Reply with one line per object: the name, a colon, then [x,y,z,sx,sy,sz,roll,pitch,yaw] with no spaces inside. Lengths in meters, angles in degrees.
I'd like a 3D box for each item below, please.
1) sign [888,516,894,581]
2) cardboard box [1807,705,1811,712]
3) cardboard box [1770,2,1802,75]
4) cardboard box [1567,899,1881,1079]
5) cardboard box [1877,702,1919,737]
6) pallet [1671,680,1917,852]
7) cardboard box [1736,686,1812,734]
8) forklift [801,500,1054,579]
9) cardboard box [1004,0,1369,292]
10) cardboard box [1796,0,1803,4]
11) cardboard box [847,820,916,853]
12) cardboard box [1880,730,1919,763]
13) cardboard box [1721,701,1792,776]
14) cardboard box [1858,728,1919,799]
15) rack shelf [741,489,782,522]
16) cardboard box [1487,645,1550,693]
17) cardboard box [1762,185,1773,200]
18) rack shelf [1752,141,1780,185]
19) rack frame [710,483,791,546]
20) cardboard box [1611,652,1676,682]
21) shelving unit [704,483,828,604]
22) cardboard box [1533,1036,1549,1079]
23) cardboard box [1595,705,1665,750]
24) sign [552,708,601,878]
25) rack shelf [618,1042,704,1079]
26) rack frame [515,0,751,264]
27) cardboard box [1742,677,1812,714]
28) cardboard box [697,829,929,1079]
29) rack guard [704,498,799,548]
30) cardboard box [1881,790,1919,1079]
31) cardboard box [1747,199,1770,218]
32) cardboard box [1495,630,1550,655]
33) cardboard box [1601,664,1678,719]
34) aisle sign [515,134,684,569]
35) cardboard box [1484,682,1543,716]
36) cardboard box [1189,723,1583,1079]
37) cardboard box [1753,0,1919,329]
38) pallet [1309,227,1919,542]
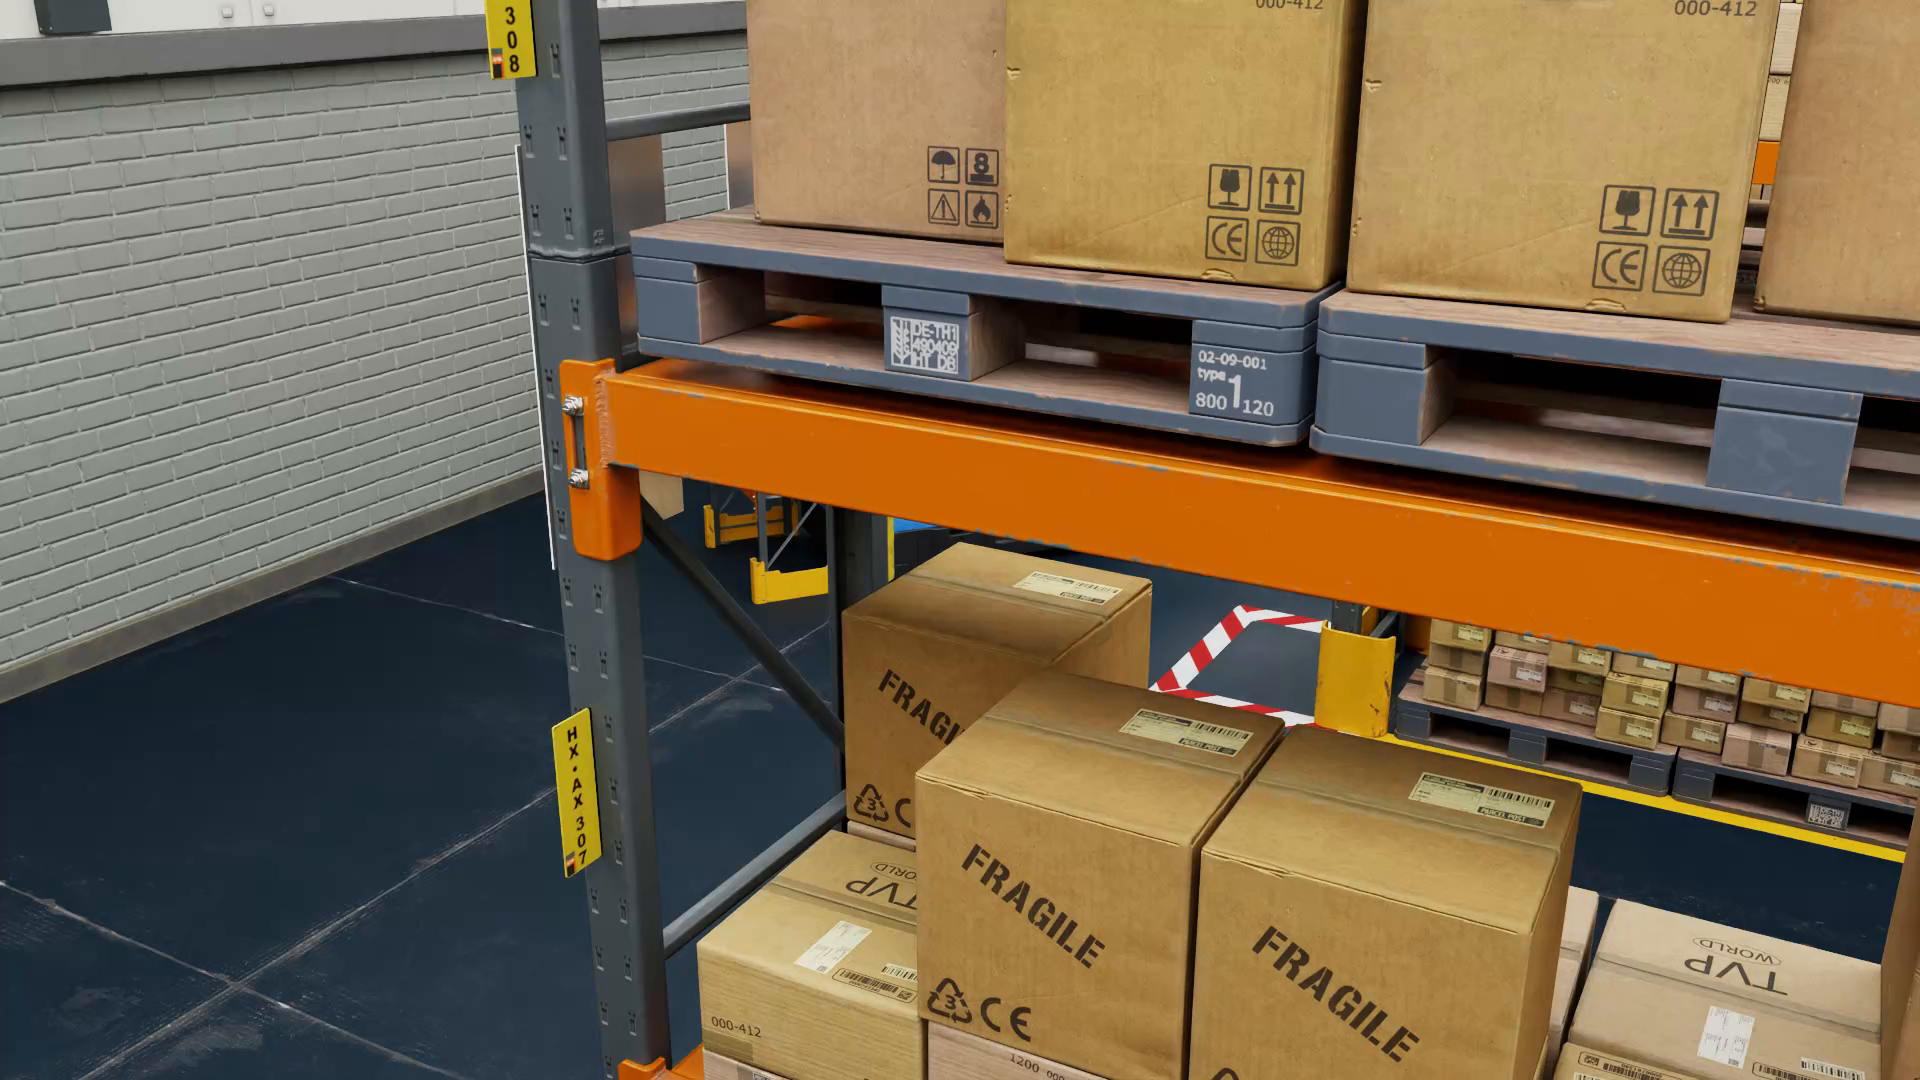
sign: [-0.190,-0.043,4.040,0.005,0.325,0.100,11,23,27]
cardboard box: [3.953,0.739,7.493,0.250,0.149,0.380,12,23,29]
cardboard box: [3.189,-1.938,6.397,0.500,0.250,0.500,11,23,28]
cardboard box: [1.430,0.959,3.108,0.500,0.250,0.500,11,23,27]
cardboard box: [3.921,0.664,6.829,0.250,0.149,0.380,10,22,25]
pallet: [3.860,0.984,7.342,1.213,0.211,1.003,11,23,27]
cardboard box: [3.547,0.679,7.224,0.250,0.149,0.380,12,23,30]
forklift: [0.574,-1.467,10.110,3.031,2.935,1.130,-9,22,-23]
cardboard box: [0.446,-0.730,2.670,0.500,0.500,0.700,10,22,25]
cardboard box: [3.300,-2.090,6.230,0.250,0.149,0.380,12,23,29]
cardboard box: [0.086,0.704,3.809,0.500,0.250,0.500,10,22,26]
cardboard box: [3.991,0.784,6.934,0.250,0.149,0.380,10,22,25]
cardboard box: [3.445,0.852,7.182,0.250,0.149,0.380,10,22,25]
cardboard box: [3.926,0.921,6.993,0.250,0.149,0.380,11,23,28]
rack shelf: [-1.092,-0.377,9.734,0.538,0.185,1.000,-8,22,-22]
cardboard box: [2.585,0.541,7.604,0.250,0.149,0.380,11,23,27]
cardboard box: [5.555,-2.364,10.870,0.500,0.500,0.500,11,22,27]
rack shelf: [3.787,-1.427,6.557,4.000,0.370,1.077,11,23,27]
rack frame: [-1.293,-0.706,10.111,0.500,1.500,0.032,-8,22,-22]
cardboard box: [3.046,0.470,7.363,0.250,0.149,0.380,10,22,25]
shelving unit: [-1.096,-0.549,9.680,0.587,1.500,1.083,-8,22,-22]
cardboard box: [0.715,1.032,2.906,0.500,0.250,0.500,10,22,26]
cardboard box: [3.000,0.771,7.406,0.250,0.149,0.380,11,23,28]
sign: [-0.742,0.492,3.225,0.005,0.325,0.100,11,23,27]
rack shelf: [1.280,1.443,3.044,4.000,0.370,1.077,11,23,27]
rack frame: [-0.466,-2.048,2.816,0.127,3.000,1.000,11,23,27]
cardboard box: [3.491,0.576,7.070,0.250,0.149,0.380,11,23,28]
cardboard box: [-0.179,0.863,3.372,0.500,0.250,0.500,10,22,26]
rack guard: [-1.293,-0.118,10.323,0.587,0.250,0.087,-8,22,-22]
cardboard box: [1.850,0.690,2.748,0.500,0.500,0.500,10,22,26]
cardboard box: [3.462,-1.175,7.156,0.500,0.500,0.500,12,23,30]
cardboard box: [2.632,0.373,7.629,0.250,0.149,0.380,11,23,28]
cardboard box: [3.012,0.630,7.358,0.250,0.149,0.380,12,23,29]
aisle sign: [-0.675,-0.373,3.182,0.004,0.787,0.394,11,23,27]
cardboard box: [2.611,0.656,7.722,0.250,0.149,0.380,11,23,27]
cardboard box: [0.713,0.678,2.782,0.500,0.500,0.500,10,22,26]
cardboard box: [1.459,-0.597,2.304,0.500,0.500,0.700,12,23,30]
pallet: [1.256,-0.274,2.452,1.213,0.211,1.003,11,23,27]
